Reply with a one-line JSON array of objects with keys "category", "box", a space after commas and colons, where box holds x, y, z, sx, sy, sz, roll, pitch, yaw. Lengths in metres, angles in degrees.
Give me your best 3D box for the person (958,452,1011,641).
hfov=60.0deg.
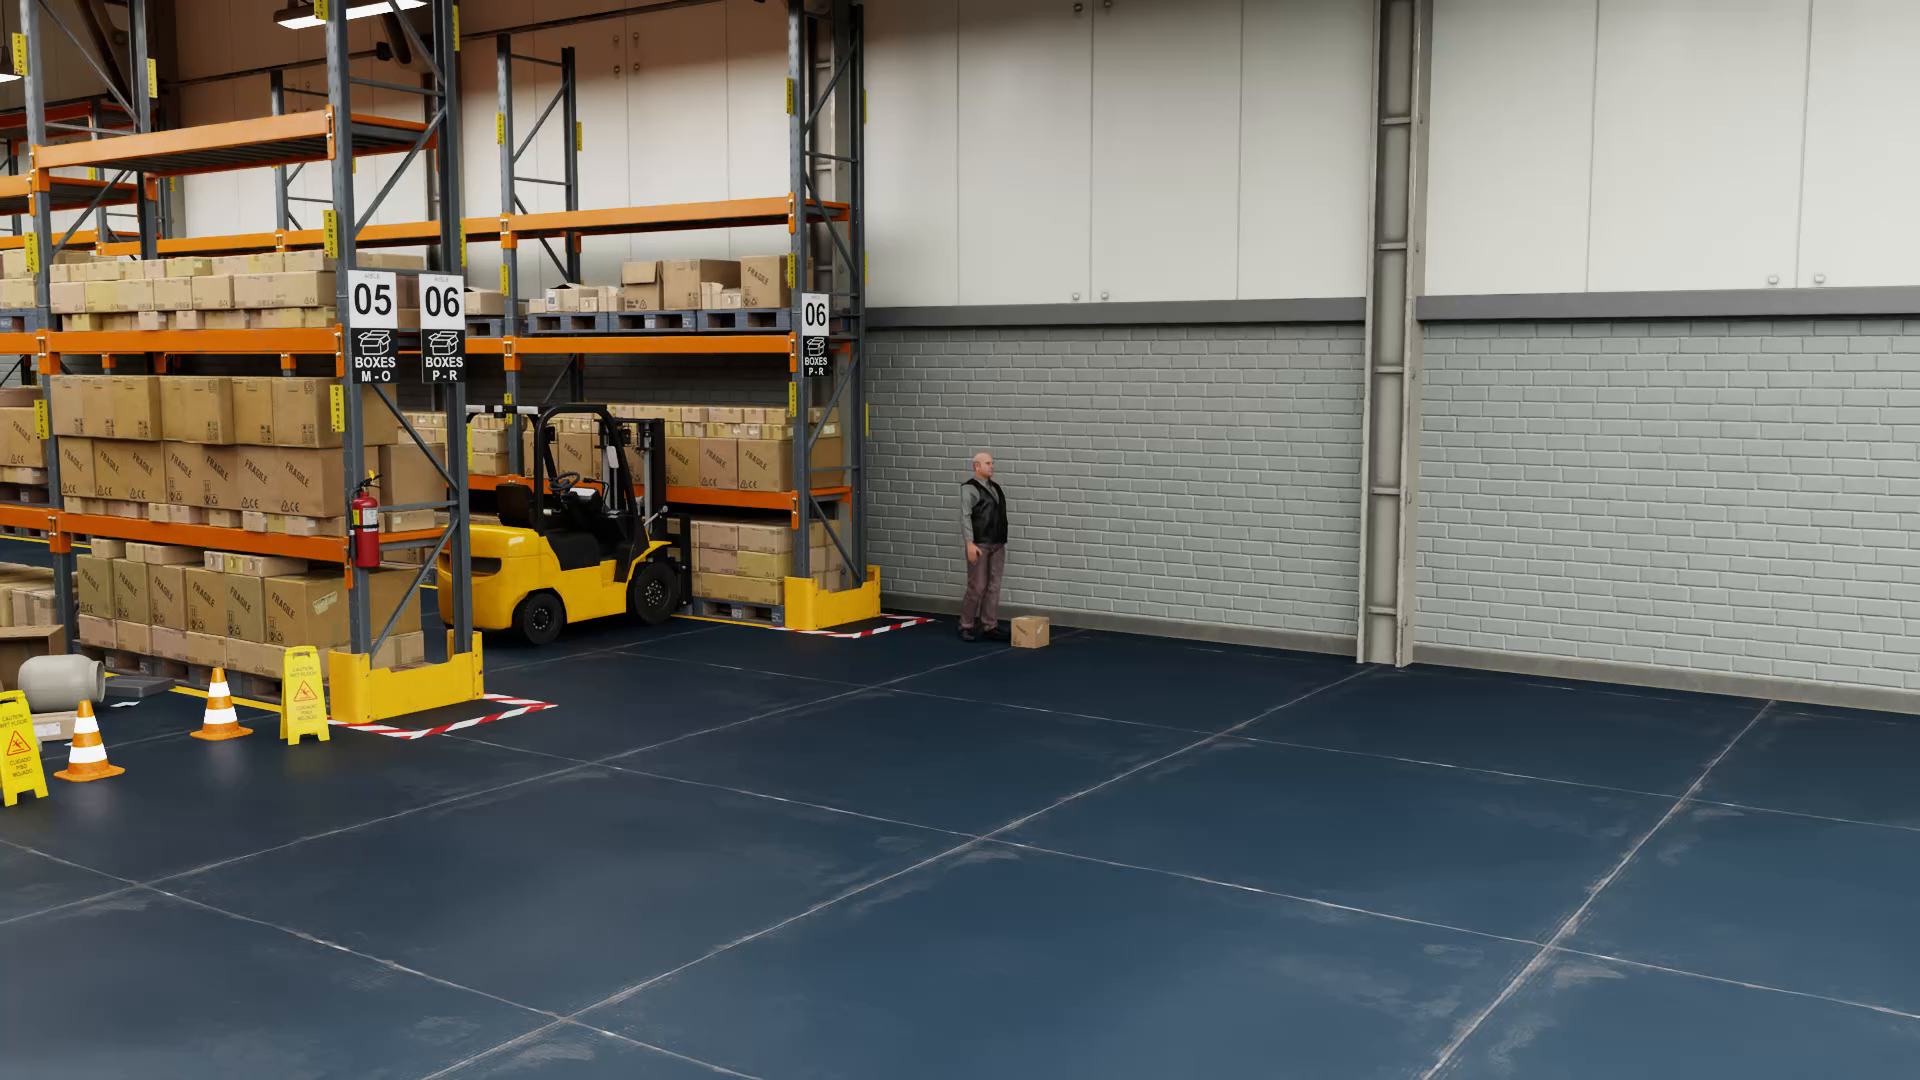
[{"category": "person", "box": [0.224, 0.061, 15.244, 0.453, 1.722, 0.562, 5, 8, 41]}]
